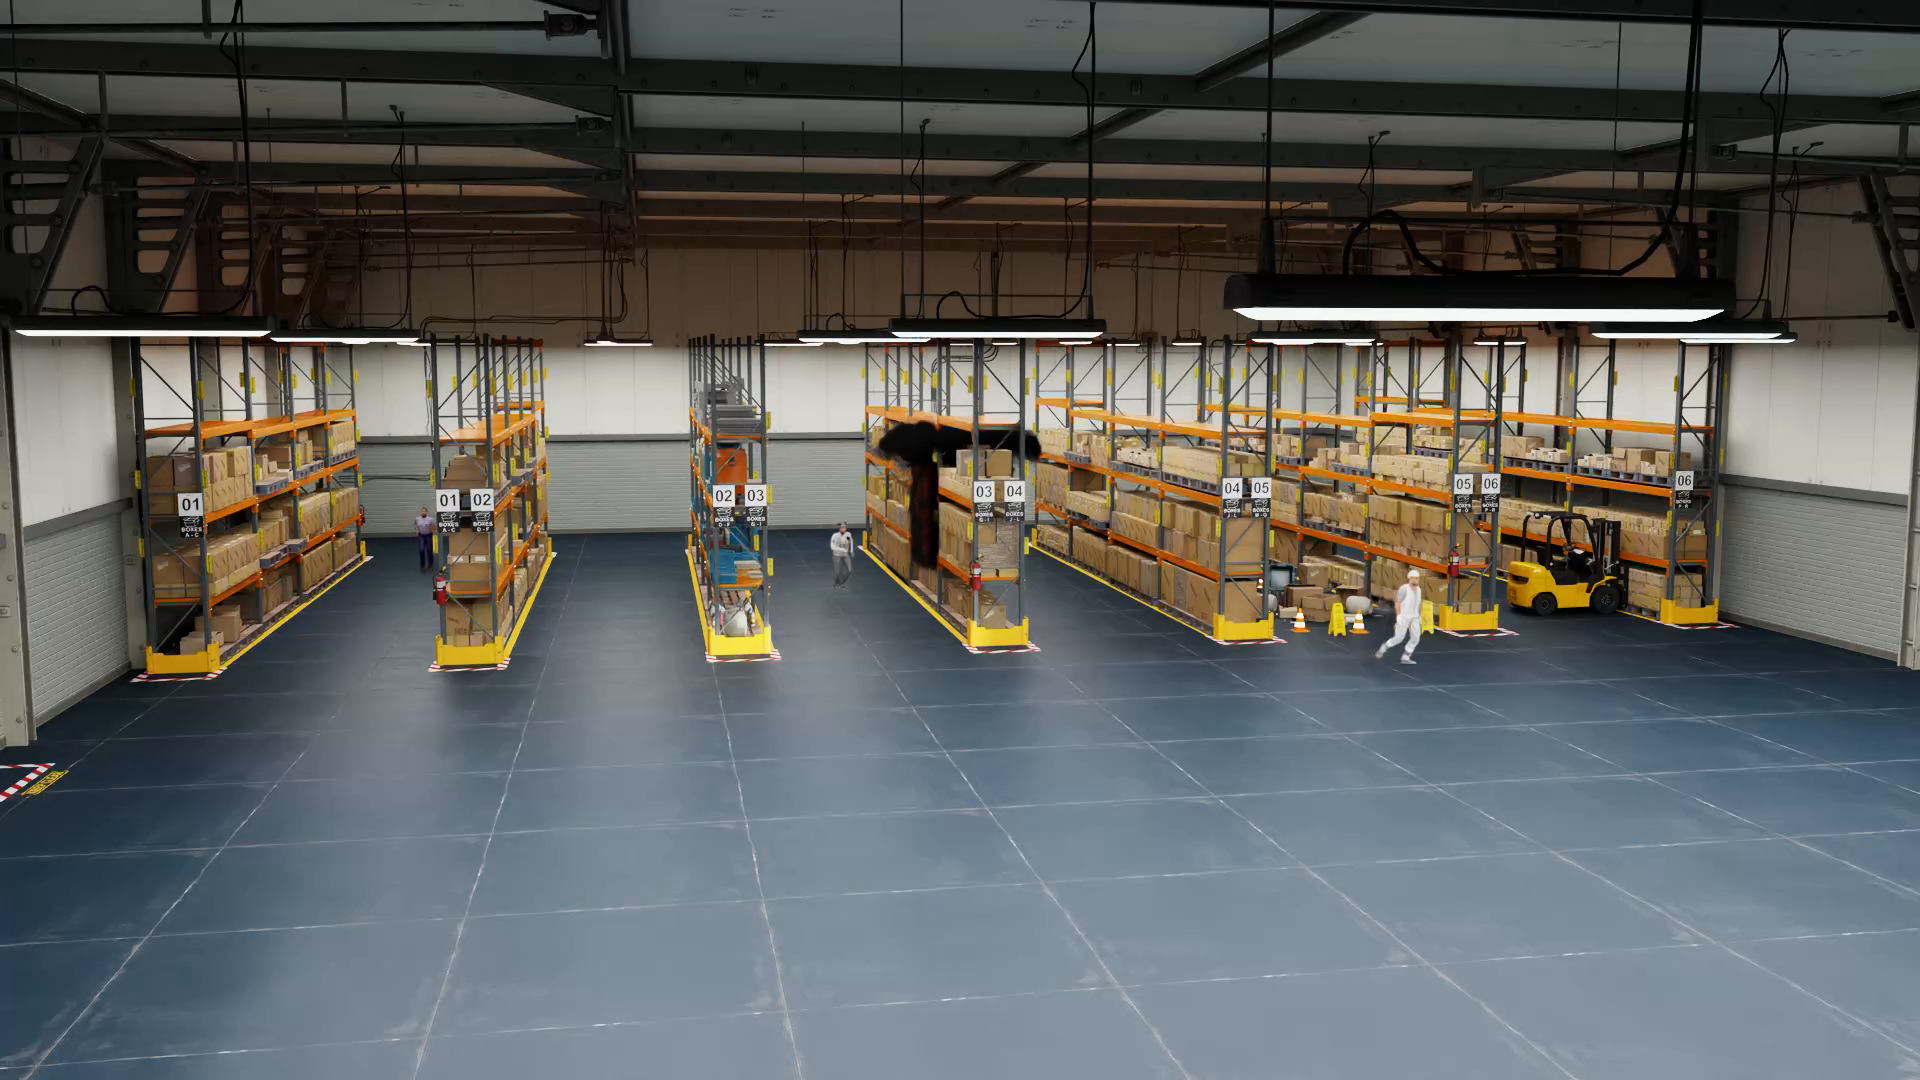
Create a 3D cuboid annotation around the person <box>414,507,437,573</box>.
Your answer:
[{"bbox_3d":[-13.810,-0.018,42.983,0.605,1.688,0.739,-1,7,-10],"label":"person"}]

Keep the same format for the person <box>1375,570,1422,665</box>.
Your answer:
[{"bbox_3d":[8.026,1.399,30.244,0.822,1.720,0.603,-3,7,-25],"label":"person"}]

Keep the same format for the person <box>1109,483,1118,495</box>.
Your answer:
[{"bbox_3d":[4.690,-0.910,50.651,0.824,1.723,0.559,-3,7,-21],"label":"person"}]

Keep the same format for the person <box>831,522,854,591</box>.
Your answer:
[{"bbox_3d":[-2.649,0.365,37.468,0.608,1.602,0.778,-3,7,-25],"label":"person"}]
